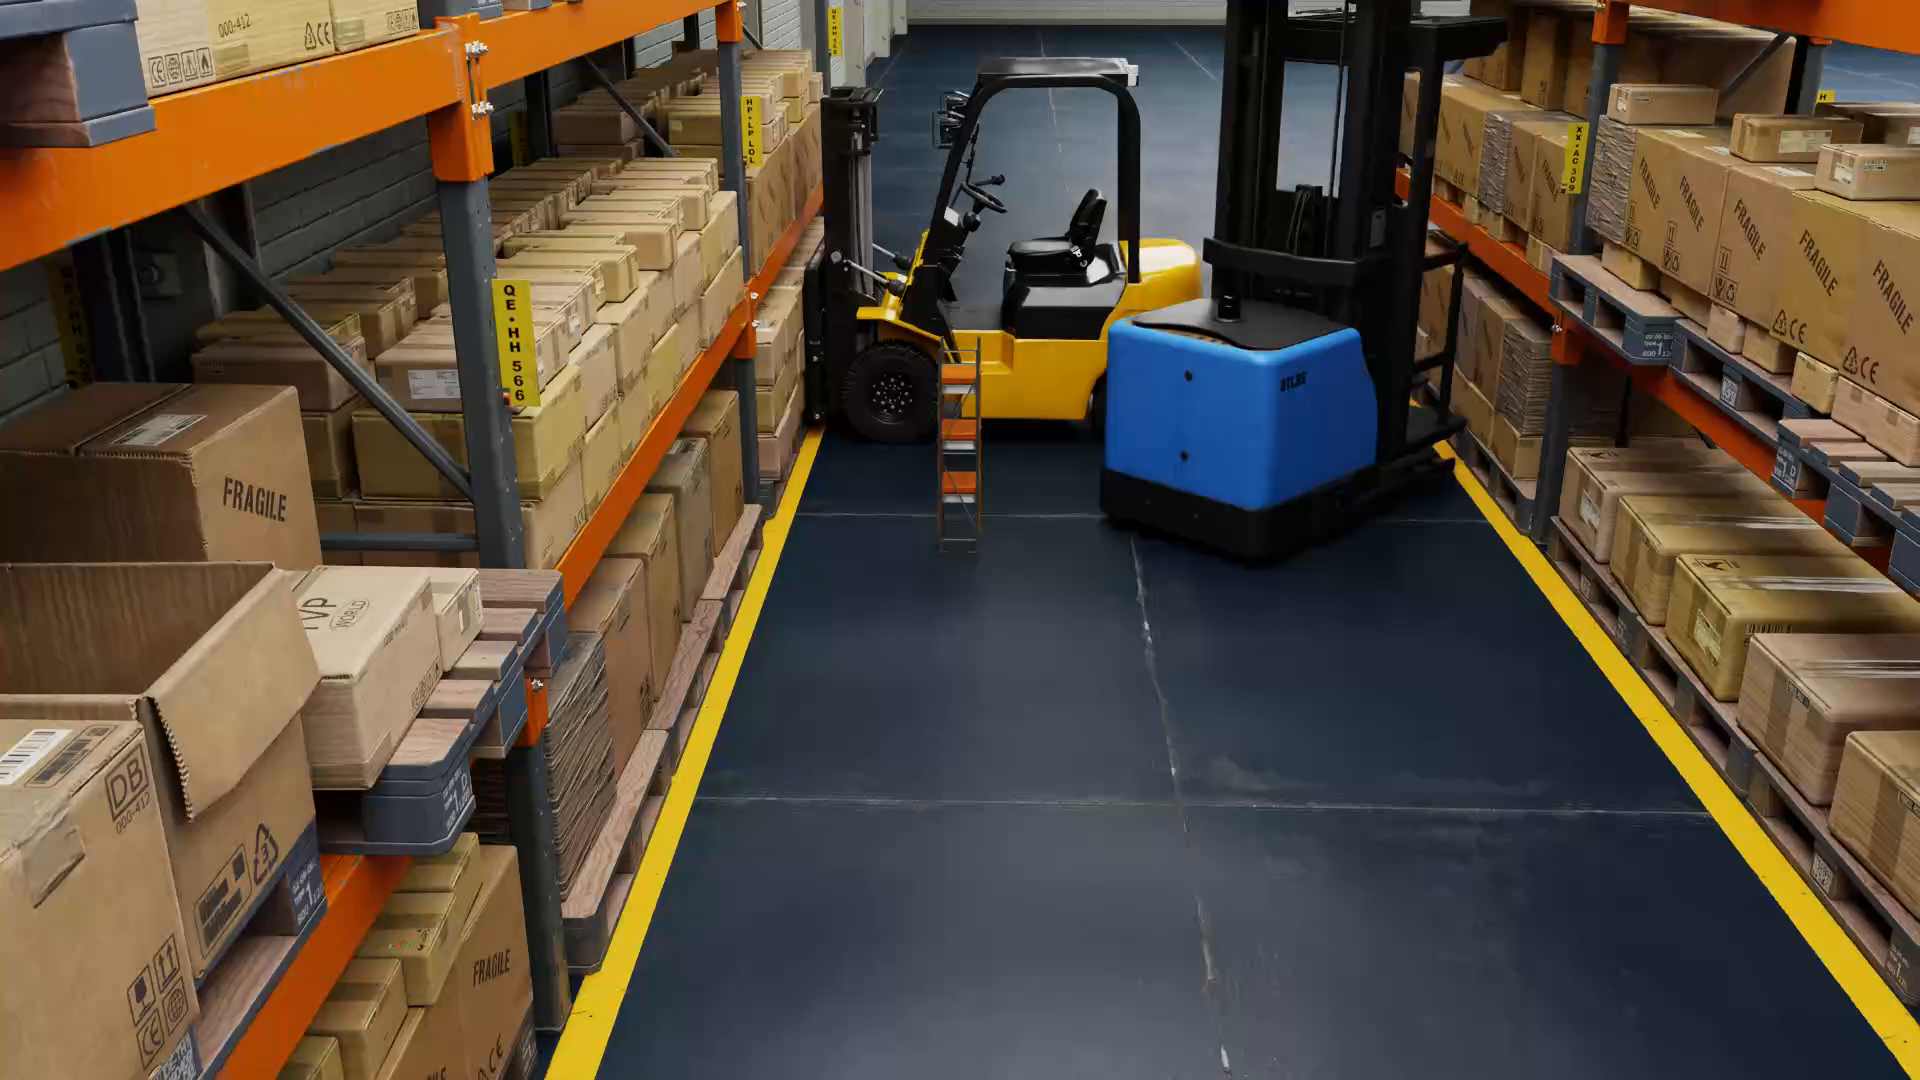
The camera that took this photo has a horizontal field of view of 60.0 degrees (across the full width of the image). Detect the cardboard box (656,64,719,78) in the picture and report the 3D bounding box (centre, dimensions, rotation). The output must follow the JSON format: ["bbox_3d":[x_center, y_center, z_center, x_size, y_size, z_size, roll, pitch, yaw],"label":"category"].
[{"bbox_3d":[-1.676,-2.876,10.349,0.380,0.149,0.250,1,21,3],"label":"cardboard box"}]

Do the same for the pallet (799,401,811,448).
[{"bbox_3d":[-1.432,-0.866,10.468,1.003,0.211,1.213,1,21,2],"label":"pallet"}]

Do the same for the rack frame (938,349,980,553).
[{"bbox_3d":[-0.005,-0.426,8.175,0.200,1.050,0.008,1,21,2],"label":"rack frame"}]

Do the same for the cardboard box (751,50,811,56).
[{"bbox_3d":[-1.211,-3.238,11.282,0.380,0.149,0.250,1,21,2],"label":"cardboard box"}]

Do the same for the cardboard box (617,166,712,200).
[{"bbox_3d":[-1.311,-1.566,7.383,0.380,0.149,0.250,0,21,1],"label":"cardboard box"}]

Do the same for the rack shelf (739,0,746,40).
[{"bbox_3d":[-1.472,-3.222,9.535,1.077,0.370,4.000,1,21,2],"label":"rack shelf"}]

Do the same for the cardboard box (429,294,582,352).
[{"bbox_3d":[-1.361,-0.641,4.999,0.380,0.149,0.250,1,21,3],"label":"cardboard box"}]

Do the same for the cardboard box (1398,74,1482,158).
[{"bbox_3d":[3.259,-2.846,11.169,0.500,0.500,0.500,0,21,1],"label":"cardboard box"}]

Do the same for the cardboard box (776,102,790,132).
[{"bbox_3d":[-1.193,-2.457,9.678,0.380,0.149,0.250,0,21,1],"label":"cardboard box"}]

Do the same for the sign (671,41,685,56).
[{"bbox_3d":[-1.965,-3.331,11.662,0.100,0.325,0.005,1,21,2],"label":"sign"}]

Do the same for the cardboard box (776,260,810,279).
[{"bbox_3d":[-1.151,-1.542,10.195,0.500,0.250,0.500,0,21,1],"label":"cardboard box"}]

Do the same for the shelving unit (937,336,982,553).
[{"bbox_3d":[-0.002,-0.470,8.289,0.215,1.050,0.252,1,21,2],"label":"shelving unit"}]

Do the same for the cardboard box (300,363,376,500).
[{"bbox_3d":[-1.918,-0.319,4.720,0.500,0.250,0.500,1,21,3],"label":"cardboard box"}]

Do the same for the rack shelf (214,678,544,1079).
[{"bbox_3d":[-1.715,1.069,2.623,1.077,0.370,4.000,1,21,2],"label":"rack shelf"}]

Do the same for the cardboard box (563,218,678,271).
[{"bbox_3d":[-1.261,-1.100,6.183,0.380,0.149,0.250,0,21,0],"label":"cardboard box"}]

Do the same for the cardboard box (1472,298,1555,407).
[{"bbox_3d":[3.192,-1.047,9.265,0.500,0.500,0.500,1,21,3],"label":"cardboard box"}]

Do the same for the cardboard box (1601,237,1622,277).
[{"bbox_3d":[3.096,-1.265,7.410,0.380,0.149,0.250,1,21,2],"label":"cardboard box"}]

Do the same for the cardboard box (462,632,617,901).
[{"bbox_3d":[-1.621,0.696,5.291,0.875,0.625,0.625,1,21,3],"label":"cardboard box"}]

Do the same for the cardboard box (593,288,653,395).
[{"bbox_3d":[-1.346,-0.681,5.653,0.500,0.250,0.500,0,21,0],"label":"cardboard box"}]

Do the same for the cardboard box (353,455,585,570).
[{"bbox_3d":[-1.396,-0.078,4.790,0.500,0.250,0.500,1,21,2],"label":"cardboard box"}]

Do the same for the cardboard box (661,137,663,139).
[{"bbox_3d":[-1.821,-2.185,8.978,0.380,0.149,0.250,1,21,2],"label":"cardboard box"}]

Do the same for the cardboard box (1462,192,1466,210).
[{"bbox_3d":[3.237,-2.029,9.958,0.380,0.149,0.250,0,21,0],"label":"cardboard box"}]

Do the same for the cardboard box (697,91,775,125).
[{"bbox_3d":[-1.199,-2.316,8.904,0.380,0.149,0.250,1,21,3],"label":"cardboard box"}]

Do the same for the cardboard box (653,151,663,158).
[{"bbox_3d":[-1.770,-1.828,8.956,0.500,0.500,0.500,1,21,2],"label":"cardboard box"}]

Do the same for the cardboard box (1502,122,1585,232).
[{"bbox_3d":[3.203,-1.918,8.776,0.500,0.500,0.500,1,21,3],"label":"cardboard box"}]

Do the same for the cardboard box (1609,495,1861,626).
[{"bbox_3d":[3.397,0.096,7.187,0.950,0.372,0.625,2,21,5],"label":"cardboard box"}]

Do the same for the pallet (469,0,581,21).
[{"bbox_3d":[-1.723,-1.547,4.483,1.213,0.211,1.003,2,21,4],"label":"pallet"}]

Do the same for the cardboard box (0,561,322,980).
[{"bbox_3d":[-1.519,0.358,2.735,0.797,0.503,0.637,0,21,0],"label":"cardboard box"}]

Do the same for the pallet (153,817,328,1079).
[{"bbox_3d":[-1.709,0.803,2.579,1.003,0.211,1.213,1,21,2],"label":"pallet"}]

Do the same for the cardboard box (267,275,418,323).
[{"bbox_3d":[-1.944,-0.737,5.247,0.380,0.149,0.250,0,21,1],"label":"cardboard box"}]

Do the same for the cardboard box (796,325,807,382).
[{"bbox_3d":[-1.169,-1.118,9.794,0.500,0.250,0.500,0,21,1],"label":"cardboard box"}]

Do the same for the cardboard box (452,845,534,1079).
[{"bbox_3d":[-1.452,1.135,4.333,0.500,0.500,0.500,1,21,3],"label":"cardboard box"}]

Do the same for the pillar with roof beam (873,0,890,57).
[{"bbox_3d":[2.700,-14.068,32.345,9.100,9.000,0.400,1,21,2],"label":"pillar with roof beam"}]

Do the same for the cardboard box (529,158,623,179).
[{"bbox_3d":[-1.758,-1.661,7.627,0.380,0.149,0.250,0,21,0],"label":"cardboard box"}]

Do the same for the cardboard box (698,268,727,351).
[{"bbox_3d":[-1.296,-0.999,7.165,0.500,0.250,0.500,1,21,1],"label":"cardboard box"}]

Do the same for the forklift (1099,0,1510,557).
[{"bbox_3d":[2.124,-1.728,8.930,1.130,2.935,3.031,19,28,41],"label":"forklift"}]

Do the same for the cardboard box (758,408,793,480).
[{"bbox_3d":[-1.187,-0.521,8.947,0.500,0.250,0.500,1,21,2],"label":"cardboard box"}]

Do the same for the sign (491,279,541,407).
[{"bbox_3d":[-1.111,-0.490,4.155,0.100,0.325,0.005,1,21,2],"label":"sign"}]

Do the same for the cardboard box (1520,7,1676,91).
[{"bbox_3d":[3.818,-2.925,9.989,0.700,0.500,0.500,0,21,1],"label":"cardboard box"}]

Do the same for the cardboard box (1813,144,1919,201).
[{"bbox_3d":[3.075,-1.215,5.487,0.380,0.149,0.250,0,21,-1],"label":"cardboard box"}]

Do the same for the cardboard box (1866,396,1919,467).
[{"bbox_3d":[2.981,-0.326,4.989,0.380,0.149,0.250,0,21,1],"label":"cardboard box"}]

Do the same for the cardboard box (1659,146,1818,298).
[{"bbox_3d":[3.085,-1.238,6.443,0.500,0.500,0.500,1,21,1],"label":"cardboard box"}]

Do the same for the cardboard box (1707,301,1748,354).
[{"bbox_3d":[3.029,-0.794,6.196,0.380,0.149,0.250,1,21,4],"label":"cardboard box"}]

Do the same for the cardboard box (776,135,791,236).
[{"bbox_3d":[-1.244,-2.012,9.430,0.500,0.500,0.500,0,21,1],"label":"cardboard box"}]

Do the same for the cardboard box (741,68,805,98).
[{"bbox_3d":[-1.150,-2.776,10.090,0.380,0.149,0.250,1,21,3],"label":"cardboard box"}]

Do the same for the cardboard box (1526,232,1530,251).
[{"bbox_3d":[3.221,-1.569,8.774,0.380,0.149,0.250,1,21,2],"label":"cardboard box"}]

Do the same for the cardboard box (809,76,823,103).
[{"bbox_3d":[-1.119,-3.010,11.106,0.380,0.149,0.250,1,21,2],"label":"cardboard box"}]

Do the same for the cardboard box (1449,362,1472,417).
[{"bbox_3d":[3.205,-0.890,9.897,0.500,0.250,0.500,1,21,2],"label":"cardboard box"}]

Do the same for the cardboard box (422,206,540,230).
[{"bbox_3d":[-1.849,-1.200,6.440,0.380,0.149,0.250,0,21,1],"label":"cardboard box"}]

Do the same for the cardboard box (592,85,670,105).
[{"bbox_3d":[-1.808,-2.414,9.156,0.380,0.149,0.250,0,21,1],"label":"cardboard box"}]

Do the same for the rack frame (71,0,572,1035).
[{"bbox_3d":[-1.654,0.010,4.356,1.000,3.000,0.127,1,21,2],"label":"rack frame"}]

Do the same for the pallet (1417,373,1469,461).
[{"bbox_3d":[3.448,-0.768,10.218,1.003,0.211,1.213,1,21,2],"label":"pallet"}]
